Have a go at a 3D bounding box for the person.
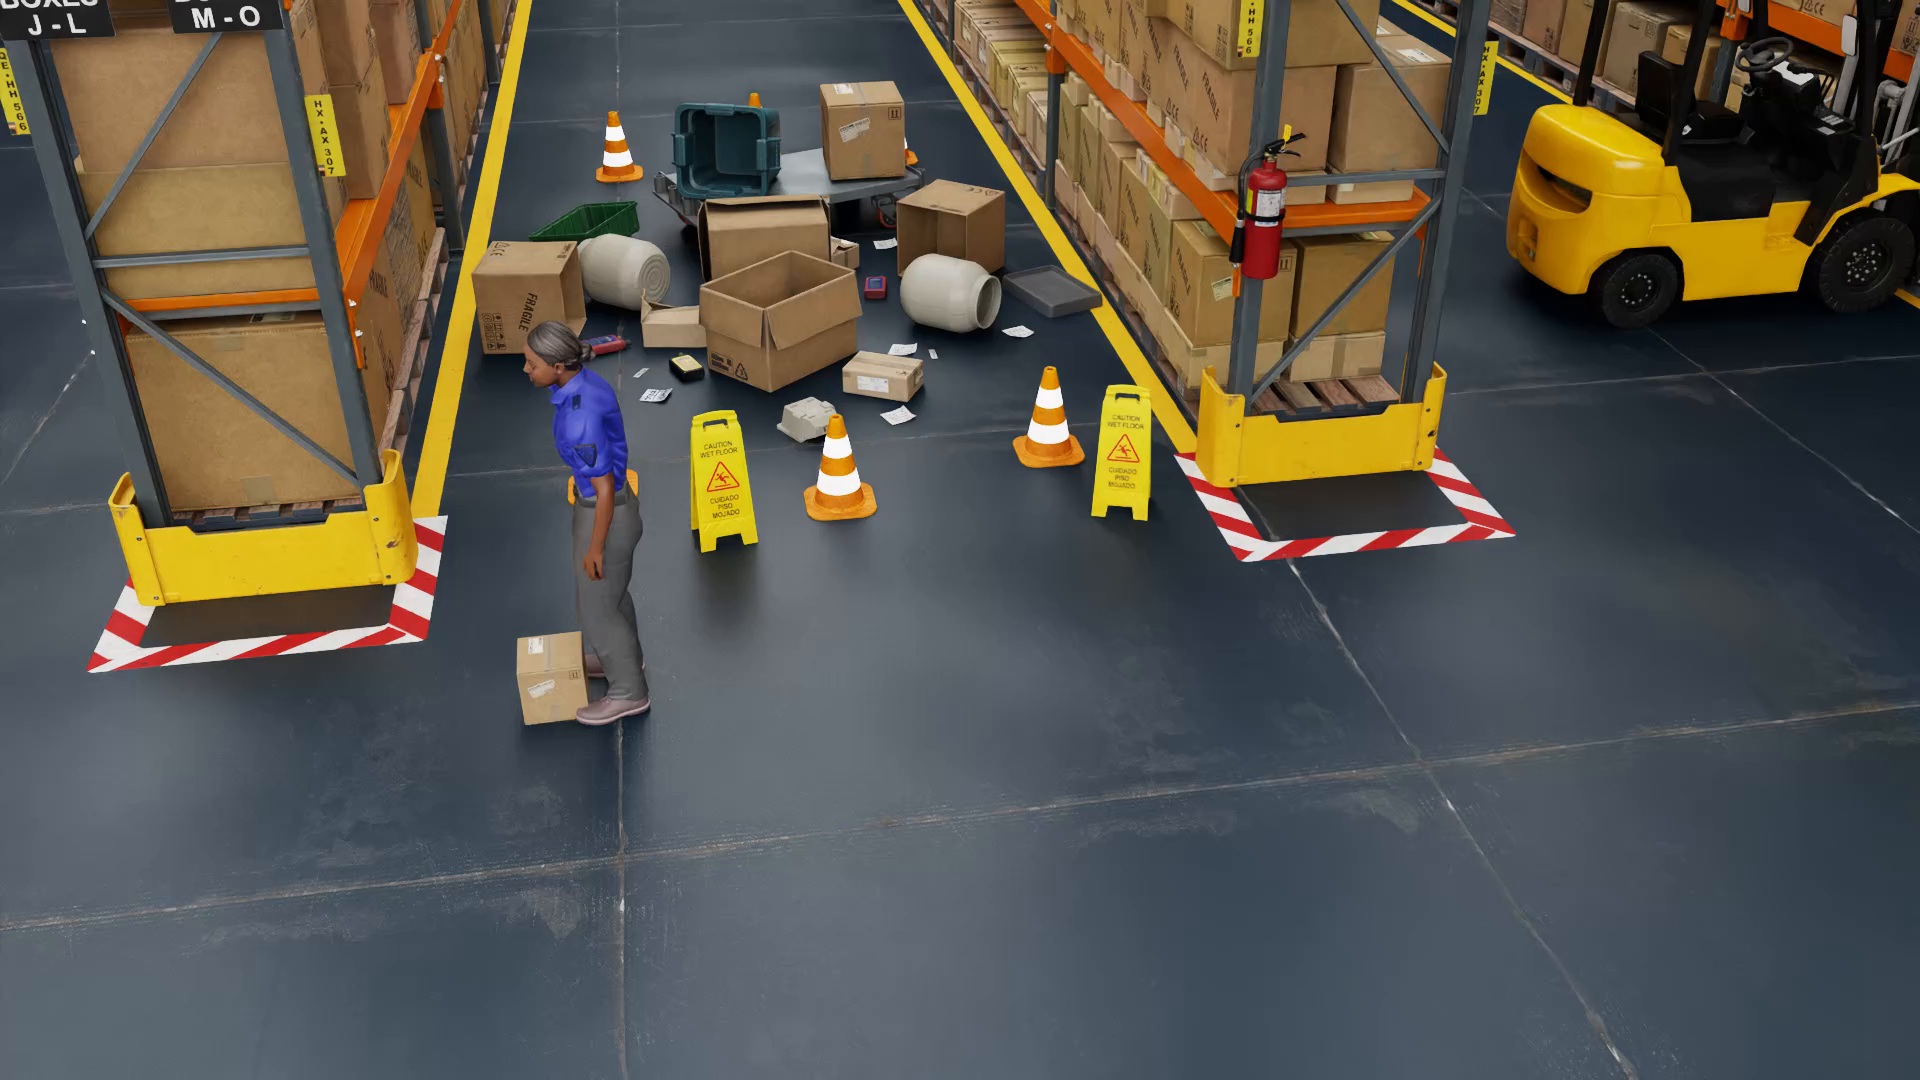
[{"bbox_3d":[-1.381,-0.081,6.273,0.352,1.654,0.530,-7,32,-12],"label":"person"}]
